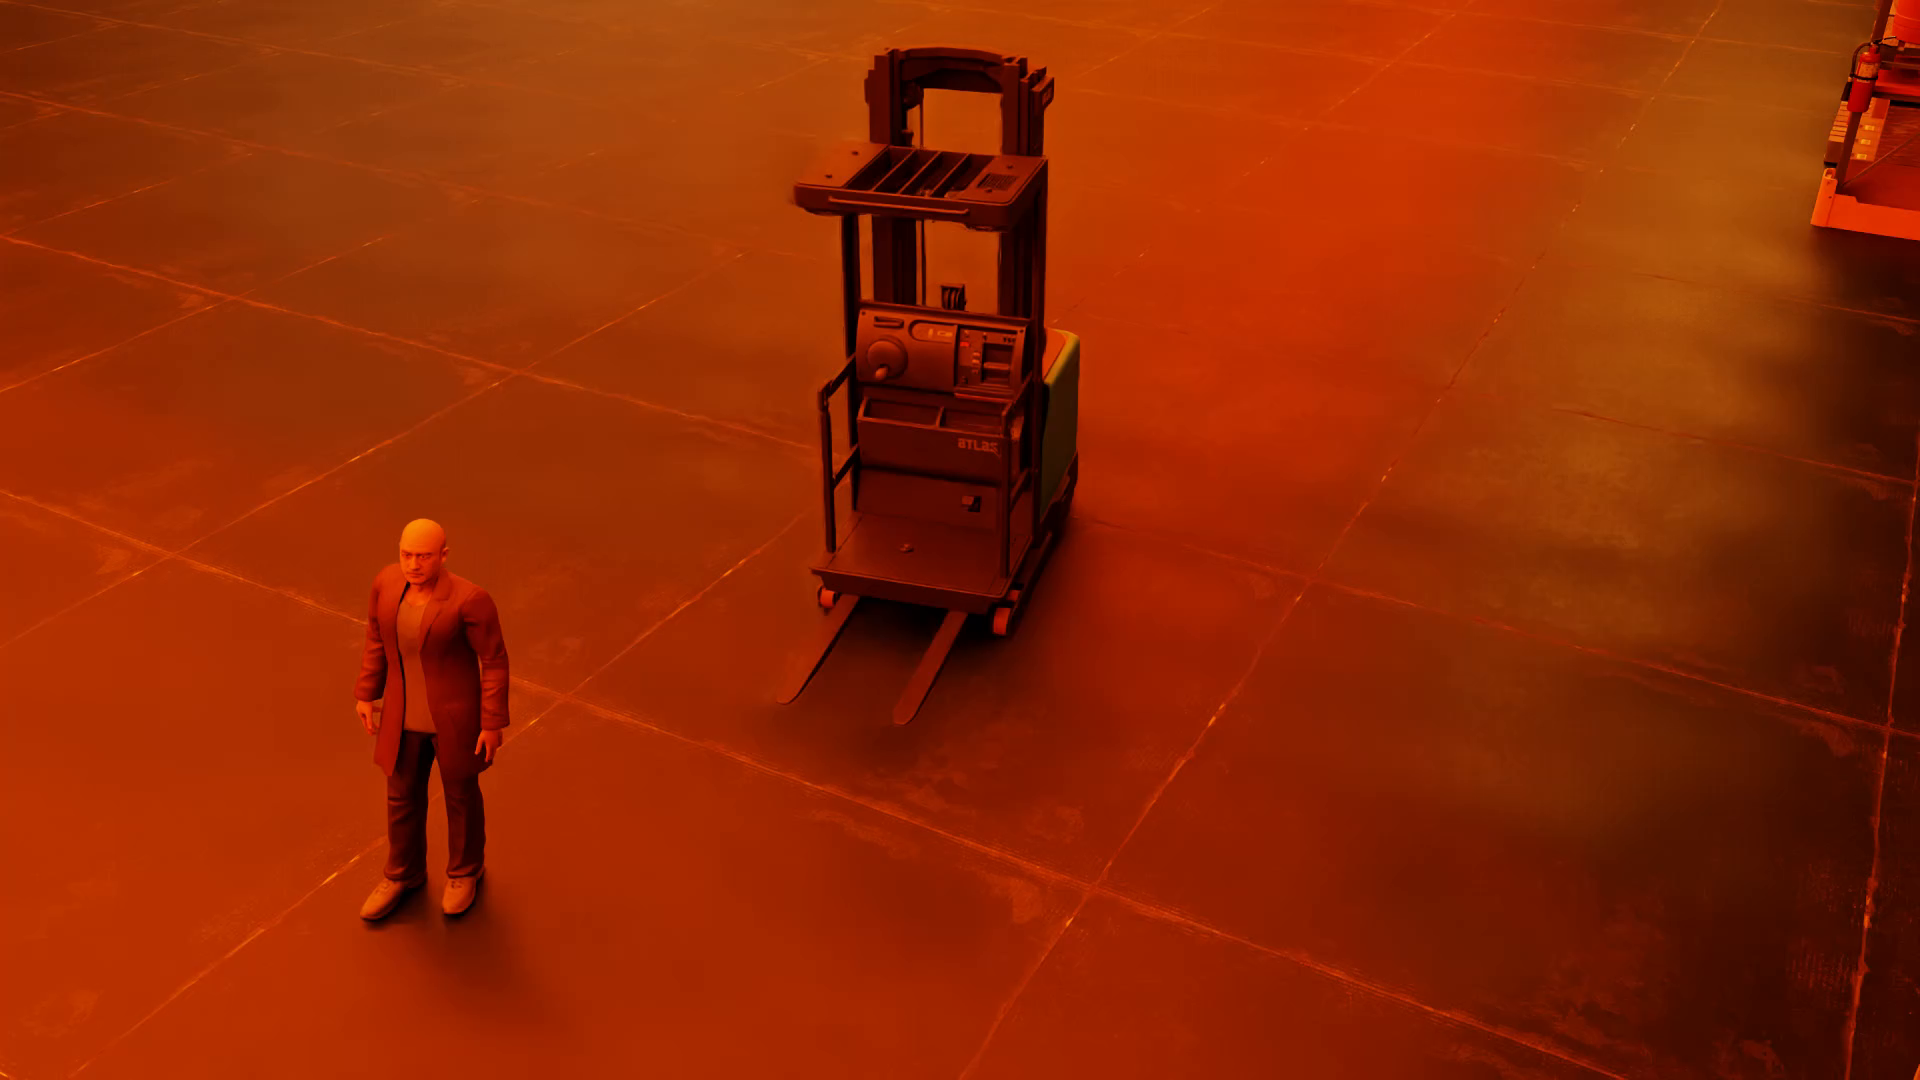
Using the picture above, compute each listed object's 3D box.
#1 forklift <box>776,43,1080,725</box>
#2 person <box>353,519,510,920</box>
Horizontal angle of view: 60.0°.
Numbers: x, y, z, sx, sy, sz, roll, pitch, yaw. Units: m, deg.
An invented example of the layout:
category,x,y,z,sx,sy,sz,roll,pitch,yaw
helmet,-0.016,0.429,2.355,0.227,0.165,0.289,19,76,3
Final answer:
category,x,y,z,sx,sy,sz,roll,pitch,yaw
forklift,-0.163,-0.959,8.732,1.130,2.935,3.031,8,31,14
person,-2.213,0.773,6.872,0.694,1.776,0.581,7,31,12
